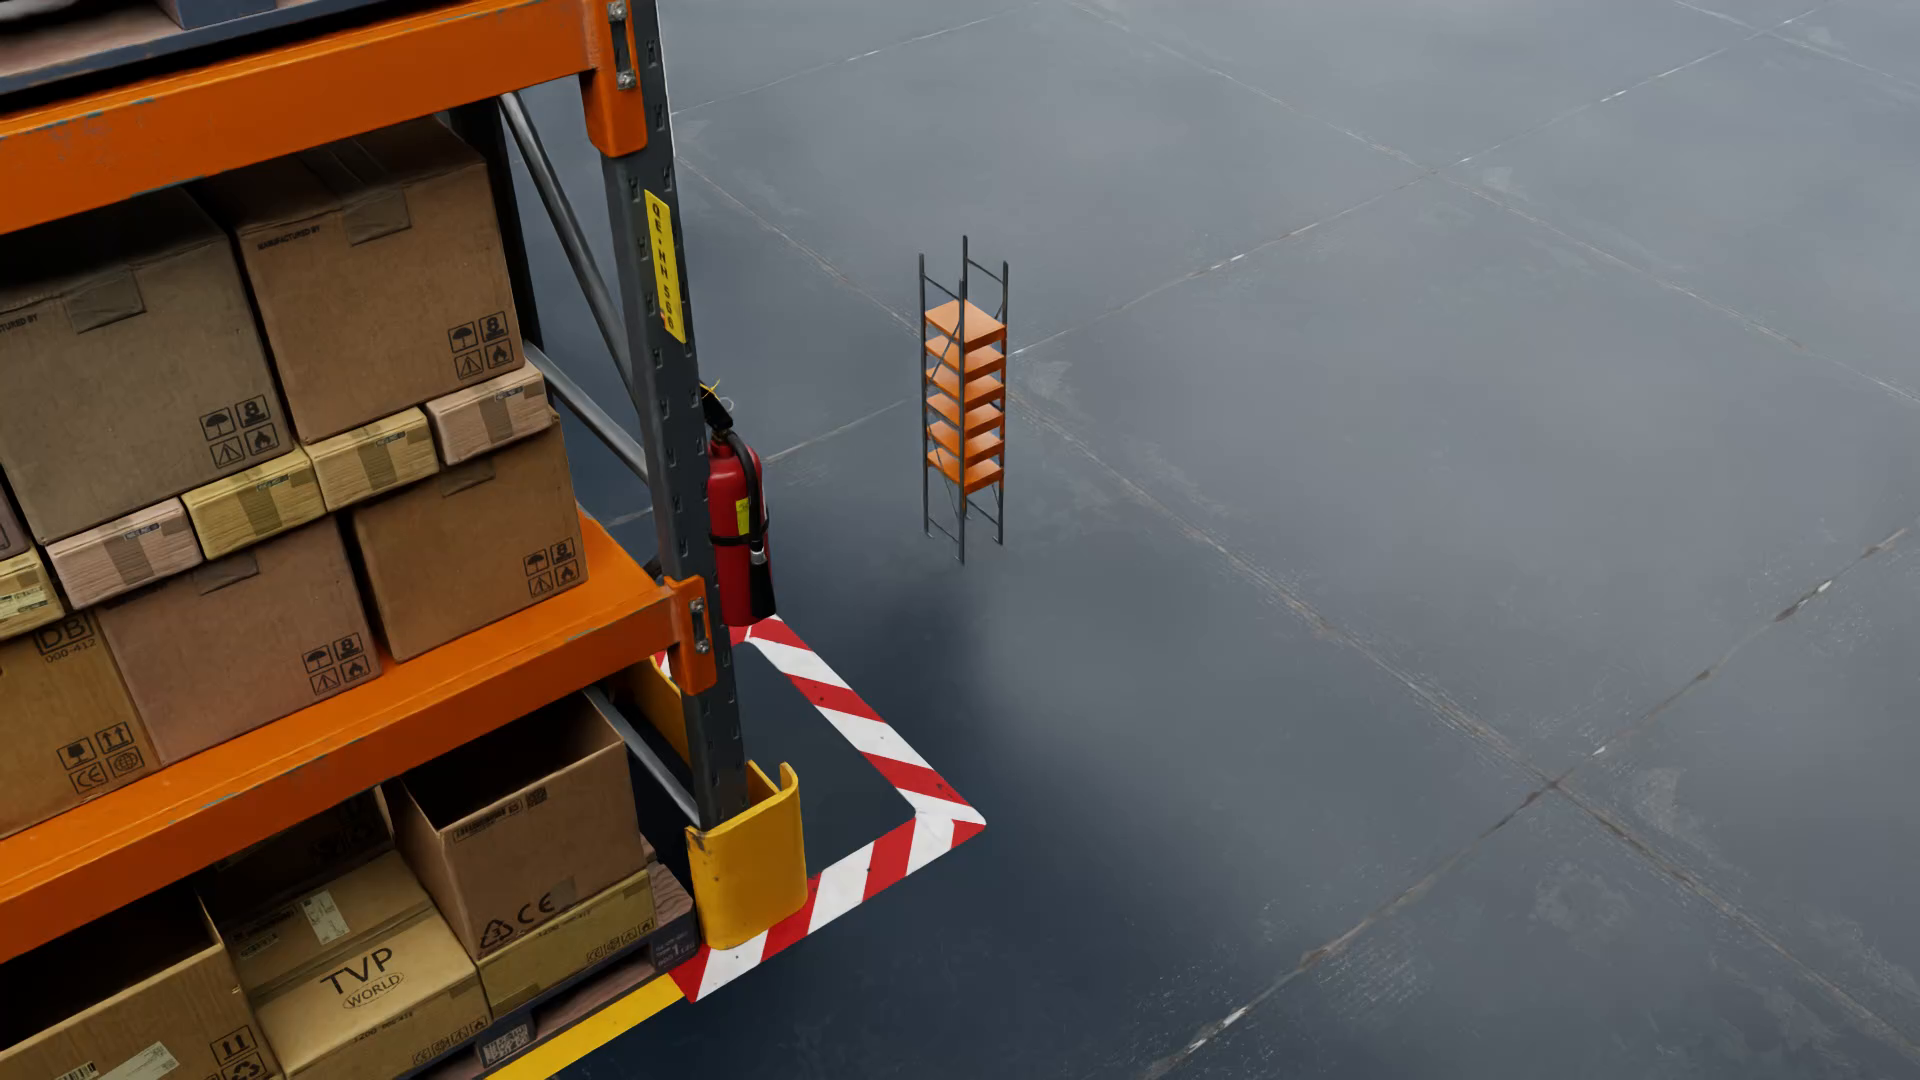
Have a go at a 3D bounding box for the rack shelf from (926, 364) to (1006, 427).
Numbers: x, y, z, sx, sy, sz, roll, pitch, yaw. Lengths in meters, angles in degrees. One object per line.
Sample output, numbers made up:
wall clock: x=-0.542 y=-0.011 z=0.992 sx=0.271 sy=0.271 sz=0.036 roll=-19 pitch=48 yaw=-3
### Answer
rack shelf: x=0.011 y=-0.528 z=5.828 sx=0.180 sy=0.103 sz=0.258 roll=-26 pitch=46 yaw=-28

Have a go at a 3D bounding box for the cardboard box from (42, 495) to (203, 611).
cardboard box: x=-1.734 y=-0.057 z=3.364 sx=0.250 sy=0.149 sz=0.380 roll=-25 pitch=46 yaw=-28

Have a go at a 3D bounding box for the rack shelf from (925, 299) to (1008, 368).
rack shelf: x=0.011 y=-0.713 z=5.676 sx=0.180 sy=0.103 sz=0.258 roll=-26 pitch=46 yaw=-28

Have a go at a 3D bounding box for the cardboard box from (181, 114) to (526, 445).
cardboard box: x=-1.357 y=-0.654 z=3.580 sx=0.500 sy=0.500 sz=0.700 roll=-26 pitch=46 yaw=-28

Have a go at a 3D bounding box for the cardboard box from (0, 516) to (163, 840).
cardboard box: x=-2.126 y=0.222 z=3.536 sx=0.500 sy=0.500 sz=0.700 roll=-26 pitch=46 yaw=-28

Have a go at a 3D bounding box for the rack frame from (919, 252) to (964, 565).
rack frame: x=-0.061 y=-0.434 z=5.833 sx=0.006 sy=1.200 sz=0.240 roll=-26 pitch=46 yaw=-28

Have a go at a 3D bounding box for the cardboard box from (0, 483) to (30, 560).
cardboard box: x=-2.170 y=-0.253 z=3.091 sx=0.500 sy=0.500 sz=0.700 roll=-26 pitch=46 yaw=-28

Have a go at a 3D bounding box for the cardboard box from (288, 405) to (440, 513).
cardboard box: x=-1.331 y=-0.252 z=3.602 sx=0.250 sy=0.149 sz=0.380 roll=-25 pitch=45 yaw=-27

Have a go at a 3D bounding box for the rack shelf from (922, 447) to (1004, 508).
rack shelf: x=0.011 y=-0.250 z=6.057 sx=0.180 sy=0.103 sz=0.258 roll=-26 pitch=46 yaw=-28

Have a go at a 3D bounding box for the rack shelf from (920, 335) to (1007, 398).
rack shelf: x=0.011 y=-0.621 z=5.752 sx=0.180 sy=0.103 sz=0.258 roll=-26 pitch=46 yaw=-28

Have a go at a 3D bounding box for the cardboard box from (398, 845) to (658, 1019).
cardboard box: x=-1.182 y=0.949 z=4.565 sx=0.500 sy=0.250 sz=0.500 roll=-26 pitch=46 yaw=-28

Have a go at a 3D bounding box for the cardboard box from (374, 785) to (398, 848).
cardboard box: x=-1.498 y=0.688 z=4.883 sx=0.500 sy=0.250 sz=0.500 roll=-26 pitch=46 yaw=-28

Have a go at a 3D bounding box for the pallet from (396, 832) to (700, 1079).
pallet: x=-1.518 y=1.087 z=4.759 sx=1.213 sy=0.211 sz=1.003 roll=-26 pitch=46 yaw=-28

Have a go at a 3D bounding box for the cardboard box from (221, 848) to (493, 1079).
cardboard box: x=-1.571 y=1.148 z=4.323 sx=0.500 sy=0.250 sz=0.500 roll=-26 pitch=46 yaw=-28

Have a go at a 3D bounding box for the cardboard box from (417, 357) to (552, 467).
cardboard box: x=-1.124 y=-0.354 z=3.726 sx=0.250 sy=0.149 sz=0.380 roll=-27 pitch=46 yaw=-29

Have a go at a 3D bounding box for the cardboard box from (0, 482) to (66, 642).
cardboard box: x=-1.942 y=0.045 z=3.240 sx=0.250 sy=0.149 sz=0.380 roll=-25 pitch=45 yaw=-27

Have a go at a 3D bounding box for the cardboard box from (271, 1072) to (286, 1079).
cardboard box: x=-1.967 y=1.342 z=4.086 sx=0.500 sy=0.250 sz=0.500 roll=-26 pitch=46 yaw=-28

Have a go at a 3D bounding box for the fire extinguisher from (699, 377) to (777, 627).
fire extinguisher: x=-0.560 y=-0.090 z=4.056 sx=0.183 sy=0.674 sz=0.296 roll=-26 pitch=46 yaw=-28

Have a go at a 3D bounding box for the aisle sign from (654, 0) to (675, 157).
aisle sign: x=-0.706 y=-1.191 z=3.287 sx=0.004 sy=0.787 sz=0.394 roll=-26 pitch=46 yaw=-28

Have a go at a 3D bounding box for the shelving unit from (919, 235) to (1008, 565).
shelving unit: x=0.011 y=-0.469 z=5.876 sx=0.189 sy=1.200 sz=0.258 roll=-26 pitch=46 yaw=-28

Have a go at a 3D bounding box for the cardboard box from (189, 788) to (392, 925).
cardboard box: x=-1.893 y=0.592 z=4.408 sx=0.500 sy=0.500 sz=0.500 roll=-26 pitch=46 yaw=-28

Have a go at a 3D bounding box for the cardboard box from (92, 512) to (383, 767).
cardboard box: x=-1.729 y=0.033 z=3.766 sx=0.500 sy=0.500 sz=0.700 roll=-25 pitch=45 yaw=-27

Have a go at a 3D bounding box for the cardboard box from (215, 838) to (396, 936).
cardboard box: x=-1.892 y=0.883 z=4.645 sx=0.500 sy=0.250 sz=0.500 roll=-26 pitch=46 yaw=-28

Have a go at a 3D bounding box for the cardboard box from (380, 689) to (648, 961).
cardboard box: x=-1.181 y=0.660 z=4.326 sx=0.500 sy=0.500 sz=0.500 roll=-26 pitch=46 yaw=-28

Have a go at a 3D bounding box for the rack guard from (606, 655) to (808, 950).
rack guard: x=-0.918 y=0.649 z=5.065 sx=0.348 sy=0.500 sz=1.175 roll=-26 pitch=46 yaw=-28

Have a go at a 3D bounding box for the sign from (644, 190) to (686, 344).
sign: x=-0.618 y=-0.569 z=3.479 sx=0.005 sy=0.325 sz=0.100 roll=-26 pitch=46 yaw=-28

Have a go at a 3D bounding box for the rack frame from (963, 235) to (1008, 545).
rack frame: x=0.084 y=-0.505 z=5.919 sx=0.006 sy=1.200 sz=0.240 roll=-26 pitch=46 yaw=-28

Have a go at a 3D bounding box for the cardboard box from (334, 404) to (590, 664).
cardboard box: x=-1.315 y=-0.173 z=4.017 sx=0.500 sy=0.500 sz=0.700 roll=-26 pitch=46 yaw=-28

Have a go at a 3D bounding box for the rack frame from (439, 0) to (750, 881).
rack frame: x=-0.937 y=-0.308 z=4.260 sx=0.127 sy=3.000 sz=1.000 roll=-26 pitch=46 yaw=-28

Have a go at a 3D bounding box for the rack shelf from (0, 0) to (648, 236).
rack shelf: x=-2.523 y=-0.417 z=2.595 sx=4.000 sy=0.370 sz=1.077 roll=-26 pitch=46 yaw=-28

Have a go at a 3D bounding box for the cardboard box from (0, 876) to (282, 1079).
cardboard box: x=-1.965 y=1.054 z=3.846 sx=0.500 sy=0.500 sz=0.500 roll=-26 pitch=46 yaw=-28

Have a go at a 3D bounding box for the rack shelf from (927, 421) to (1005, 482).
rack shelf: x=0.011 y=-0.342 z=5.981 sx=0.180 sy=0.103 sz=0.258 roll=-26 pitch=46 yaw=-28

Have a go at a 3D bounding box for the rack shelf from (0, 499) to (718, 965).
rack shelf: x=-2.523 y=0.743 z=3.546 sx=4.000 sy=0.370 sz=1.077 roll=-26 pitch=46 yaw=-28

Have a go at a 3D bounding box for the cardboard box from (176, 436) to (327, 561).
cardboard box: x=-1.533 y=-0.153 z=3.481 sx=0.250 sy=0.149 sz=0.380 roll=-27 pitch=46 yaw=-29

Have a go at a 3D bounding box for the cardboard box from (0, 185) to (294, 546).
cardboard box: x=-1.771 y=-0.448 z=3.329 sx=0.500 sy=0.500 sz=0.700 roll=-27 pitch=47 yaw=-29

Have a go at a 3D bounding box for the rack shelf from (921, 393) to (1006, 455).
rack shelf: x=0.011 y=-0.435 z=5.904 sx=0.180 sy=0.103 sz=0.258 roll=-26 pitch=46 yaw=-28
